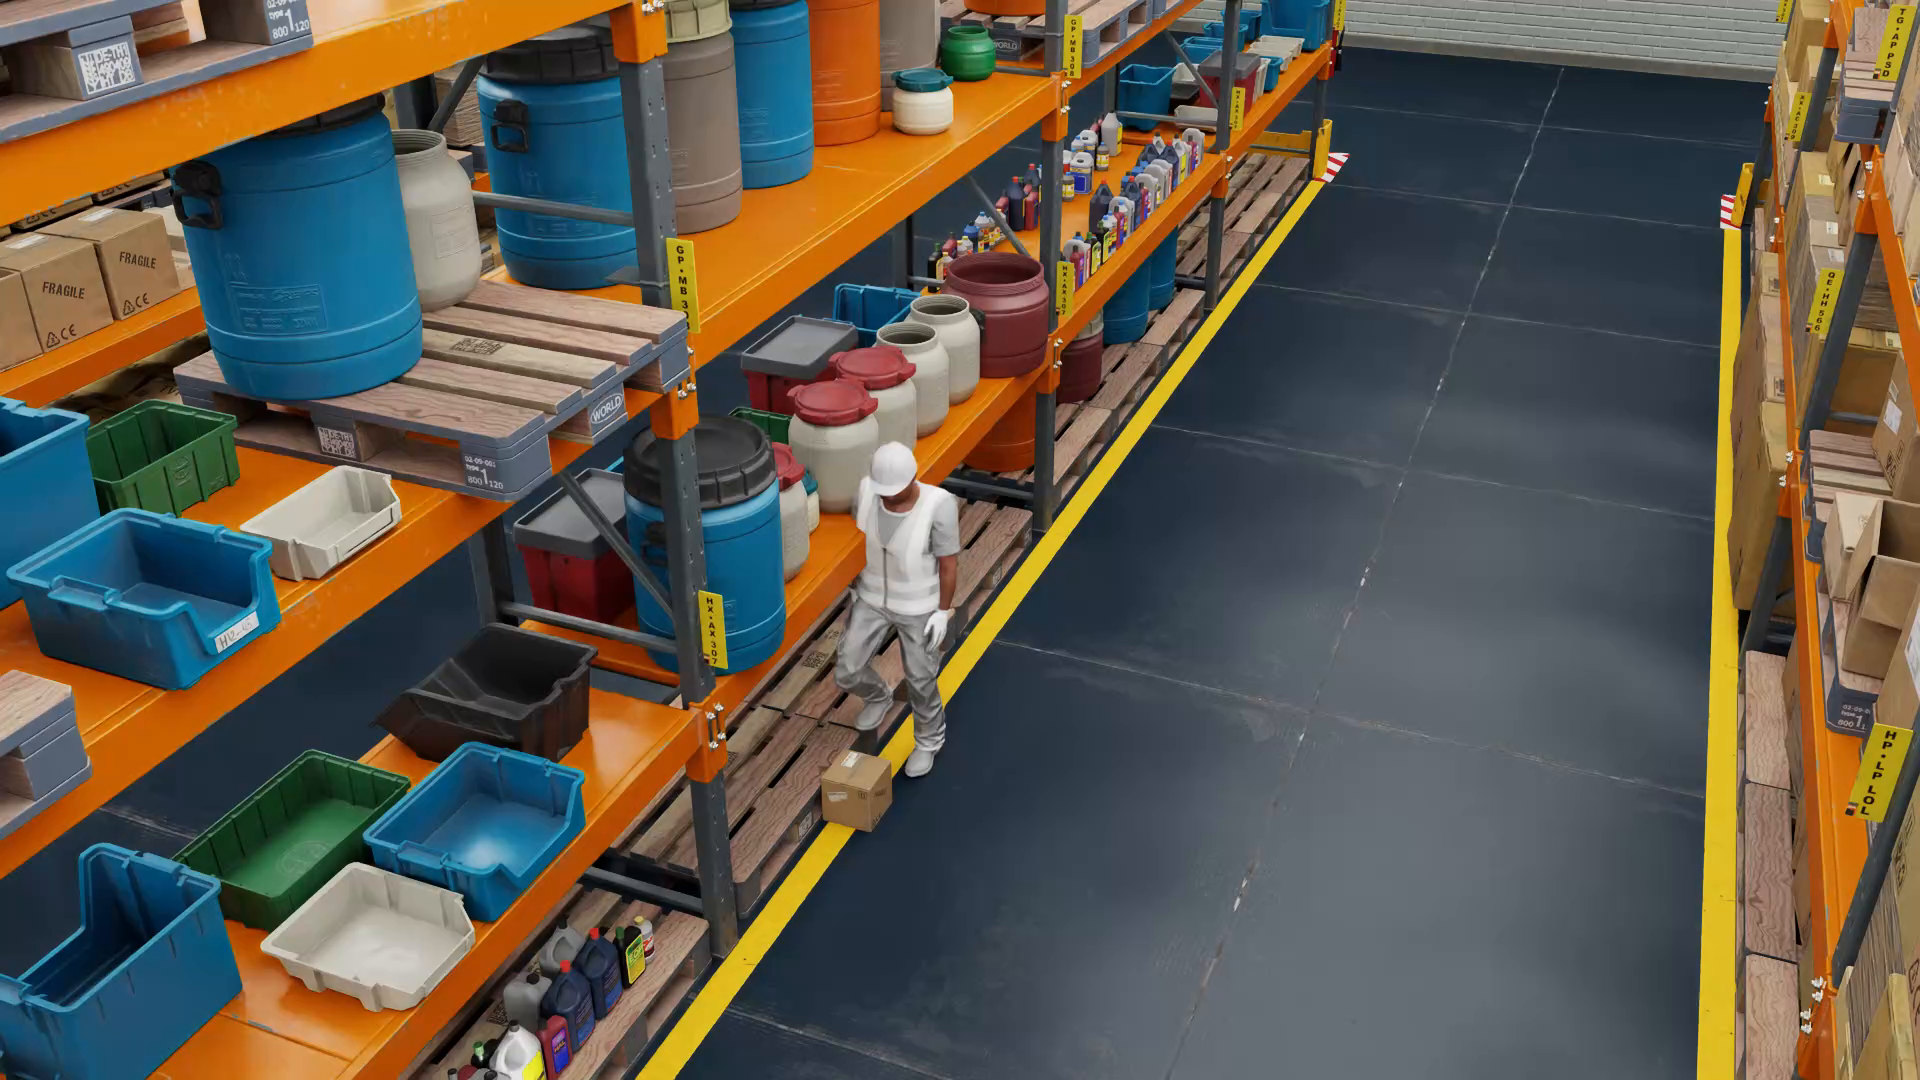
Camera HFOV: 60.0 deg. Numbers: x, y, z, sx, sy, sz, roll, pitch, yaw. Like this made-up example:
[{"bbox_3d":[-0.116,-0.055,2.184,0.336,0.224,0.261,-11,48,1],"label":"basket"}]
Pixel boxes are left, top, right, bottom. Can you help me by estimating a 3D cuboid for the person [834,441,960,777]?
[{"bbox_3d":[-0.296,0.335,7.810,0.559,1.759,0.506,12,32,21],"label":"person"}]
